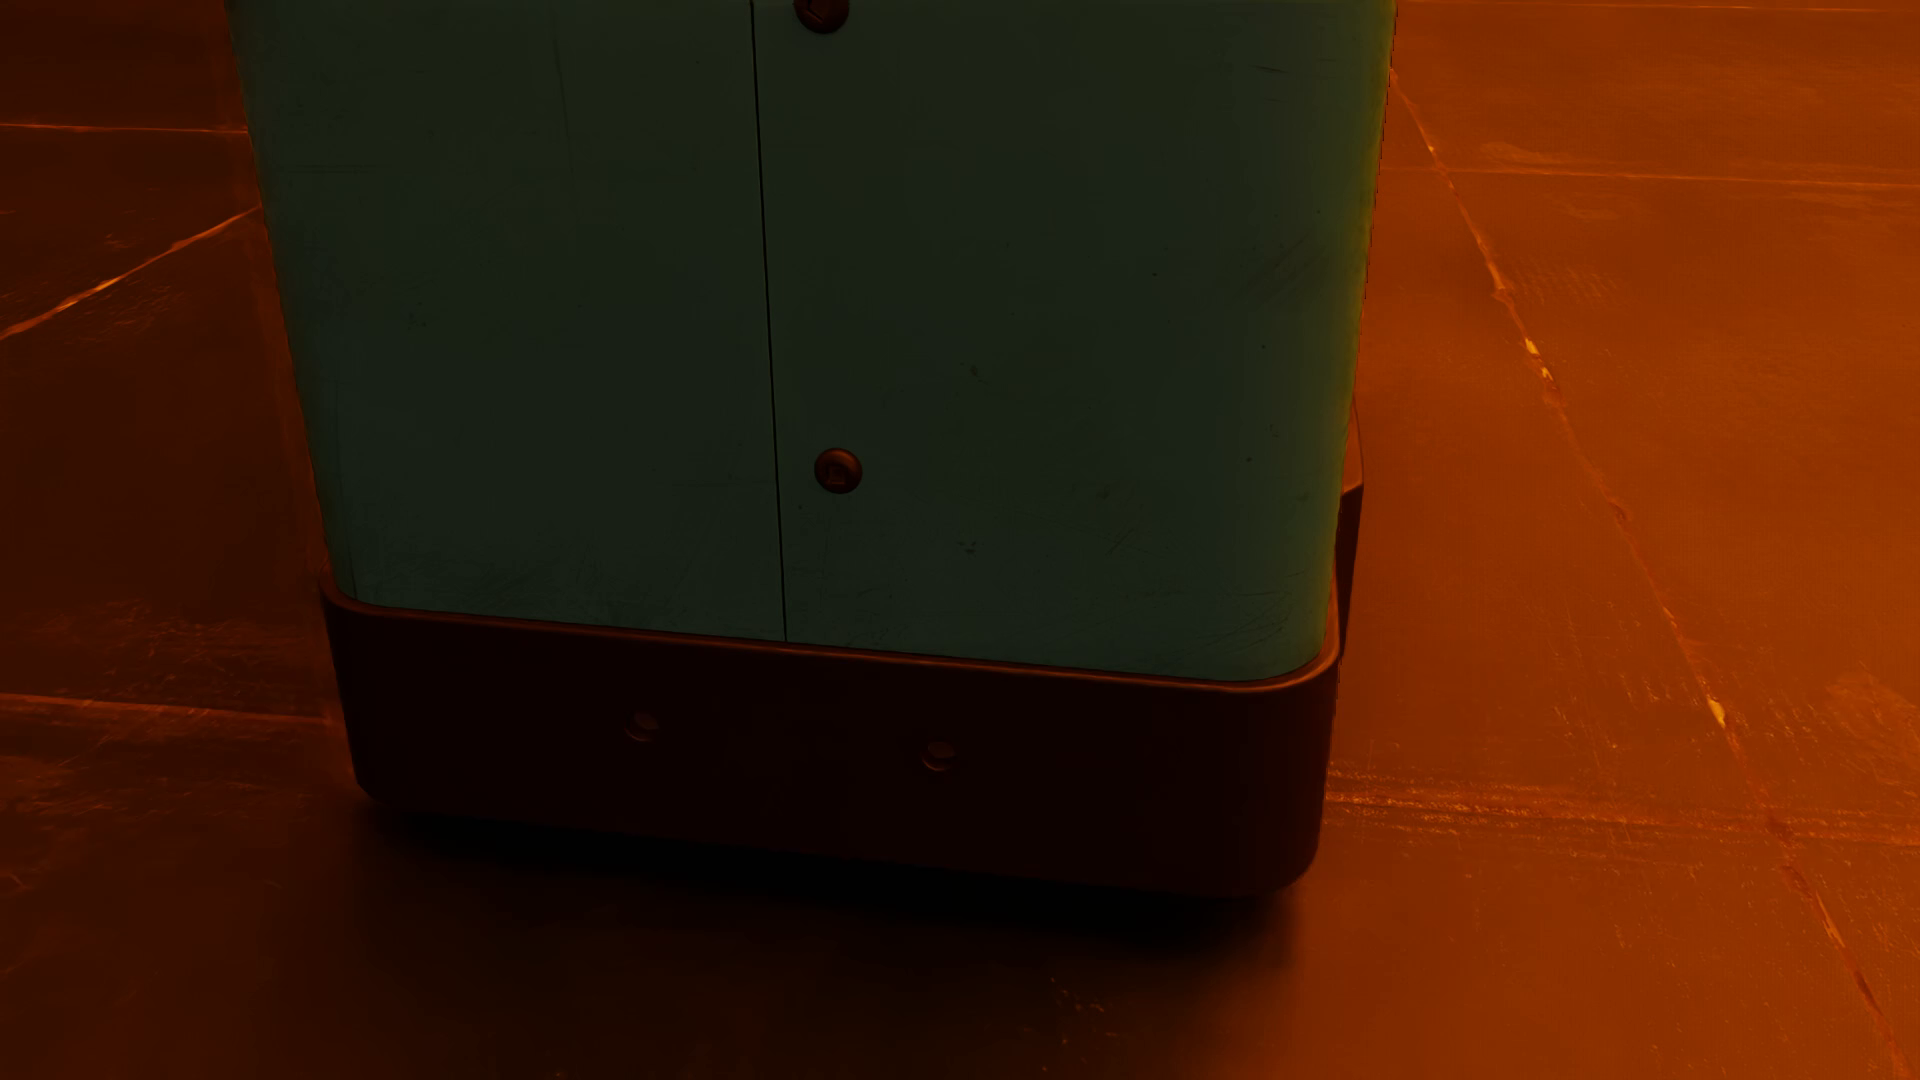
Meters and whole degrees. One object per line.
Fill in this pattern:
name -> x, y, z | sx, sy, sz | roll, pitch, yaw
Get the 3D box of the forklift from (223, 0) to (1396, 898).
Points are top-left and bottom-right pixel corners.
forklift -> 0.091, -1.593, 2.411 | 1.130, 2.935, 3.031 | 4, 27, 9
